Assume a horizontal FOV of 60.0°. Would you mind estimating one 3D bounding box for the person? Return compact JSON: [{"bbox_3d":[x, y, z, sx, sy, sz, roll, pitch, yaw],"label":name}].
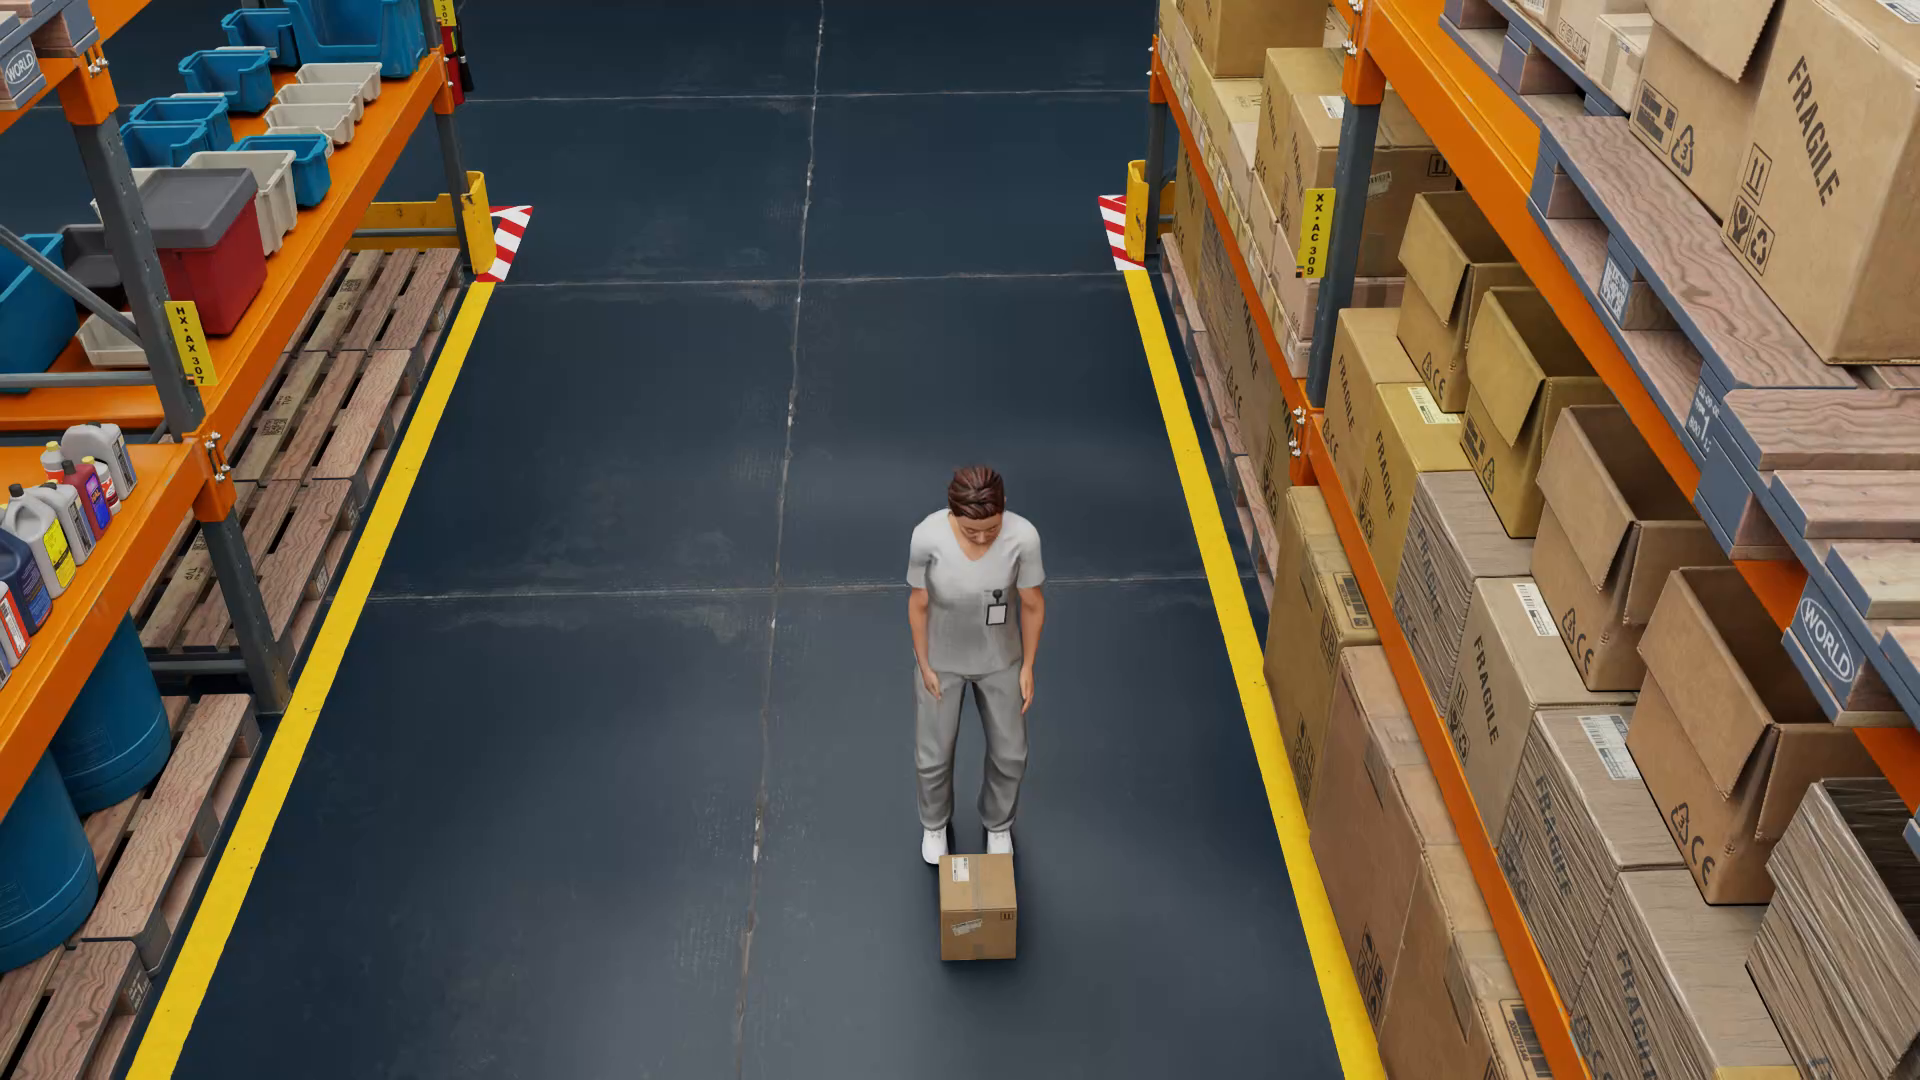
[{"bbox_3d":[0.053,0.414,5.597,0.456,1.645,0.354,-1,35,-1],"label":"person"}]
